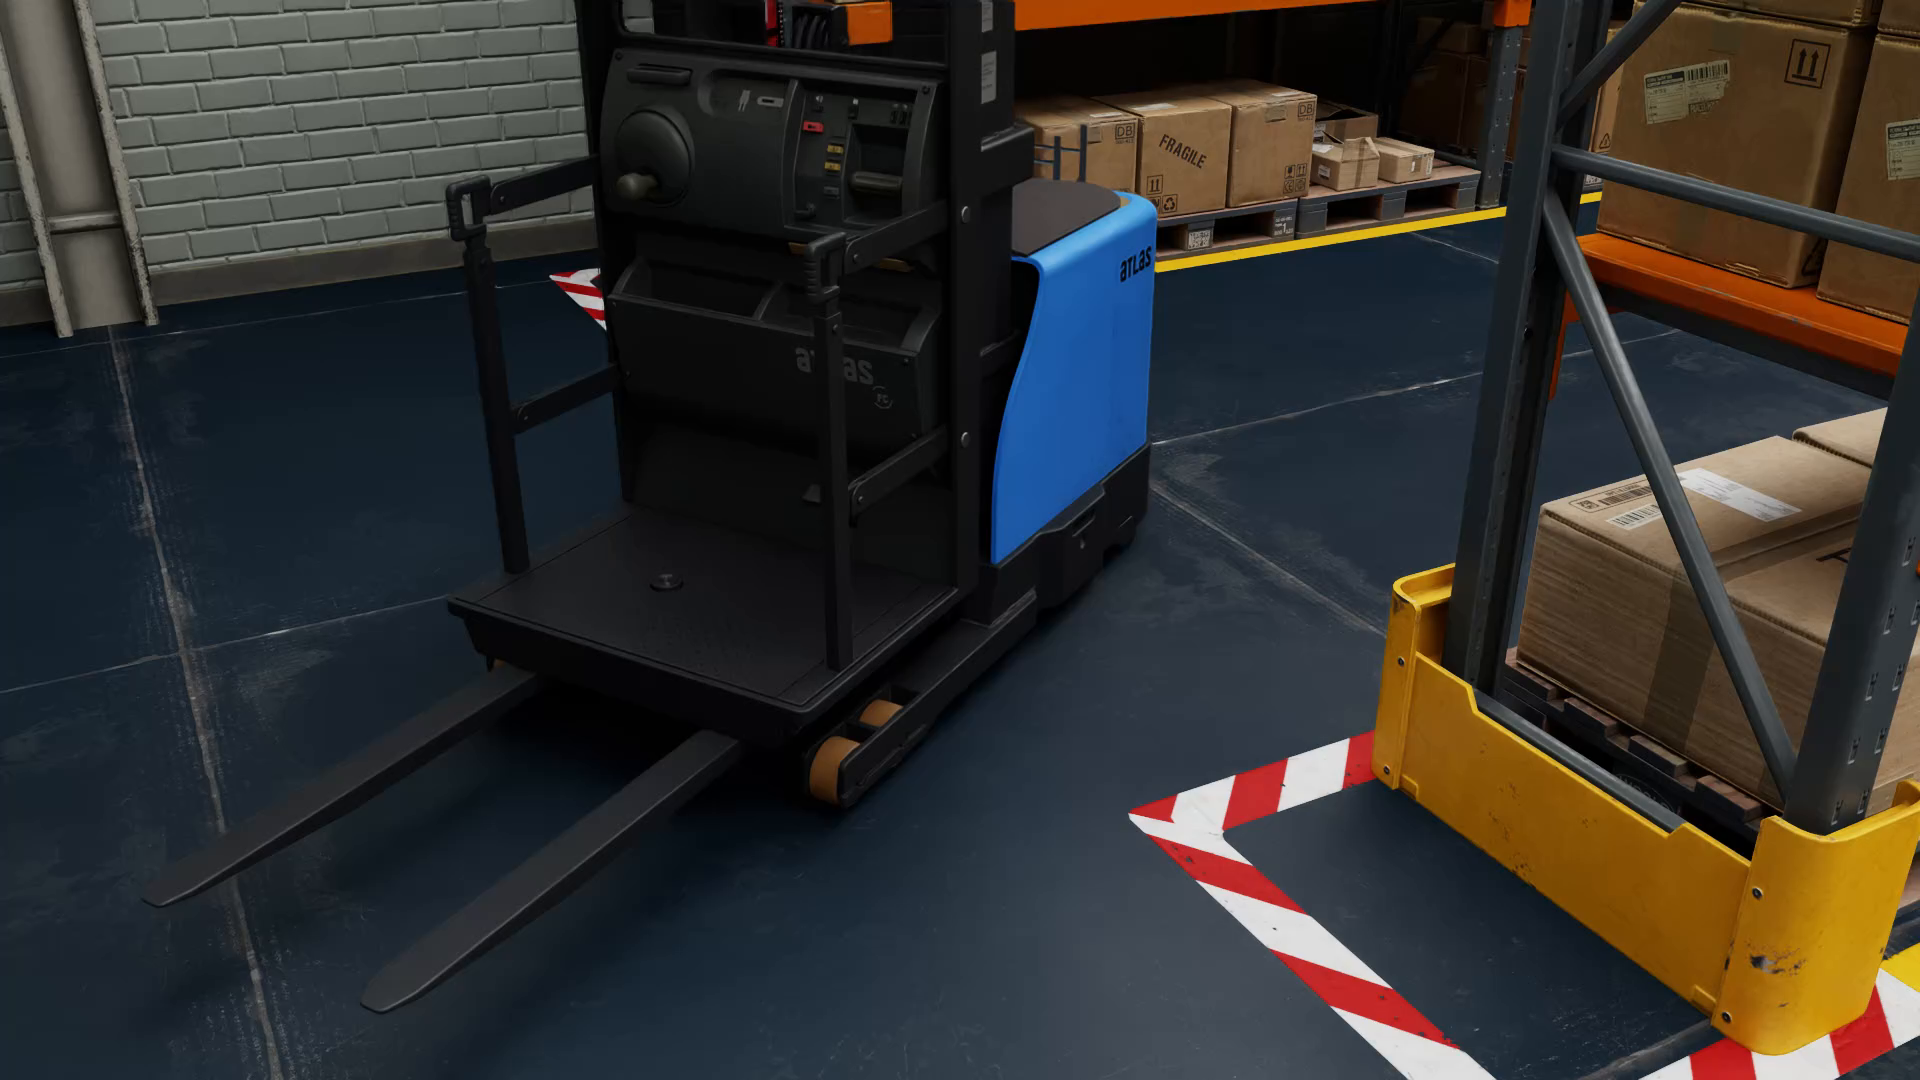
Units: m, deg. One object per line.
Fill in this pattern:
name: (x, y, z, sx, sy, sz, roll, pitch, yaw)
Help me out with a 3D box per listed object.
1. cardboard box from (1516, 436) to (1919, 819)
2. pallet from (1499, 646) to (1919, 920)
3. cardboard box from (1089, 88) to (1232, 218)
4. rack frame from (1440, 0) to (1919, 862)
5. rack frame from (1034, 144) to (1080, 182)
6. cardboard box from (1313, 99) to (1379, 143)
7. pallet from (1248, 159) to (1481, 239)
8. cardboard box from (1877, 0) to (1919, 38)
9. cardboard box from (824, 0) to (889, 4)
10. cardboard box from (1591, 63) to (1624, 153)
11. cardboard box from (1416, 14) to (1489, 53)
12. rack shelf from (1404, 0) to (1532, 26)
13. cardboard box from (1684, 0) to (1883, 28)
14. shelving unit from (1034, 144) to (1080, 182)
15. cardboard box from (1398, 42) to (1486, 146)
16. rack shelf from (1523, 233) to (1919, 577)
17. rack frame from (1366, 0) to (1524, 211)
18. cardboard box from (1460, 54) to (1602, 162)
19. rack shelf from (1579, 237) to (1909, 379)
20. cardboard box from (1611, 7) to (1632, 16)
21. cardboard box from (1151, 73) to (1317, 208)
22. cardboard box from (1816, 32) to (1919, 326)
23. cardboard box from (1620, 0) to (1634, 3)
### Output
cardboard box: (1.967, 0.177, 3.890, 0.875, 0.438, 0.875, -14, 29, -27)
pallet: (2.100, 0.449, 4.072, 1.213, 0.211, 1.003, -13, 29, -25)
cardboard box: (0.963, -1.890, 8.124, 0.500, 0.500, 0.500, -12, 28, -24)
rack frame: (1.432, -0.616, 3.067, 0.127, 3.000, 1.000, -13, 29, -25)
rack frame: (0.289, -0.771, 5.470, 0.228, 1.046, 0.002, 14, 29, 27)
cardboard box: (1.928, -2.258, 9.109, 0.500, 0.311, 0.500, -12, 28, -23)
pallet: (2.016, -1.929, 9.024, 1.213, 0.211, 1.003, -13, 29, -25)
cardboard box: (1.989, -1.101, 2.806, 0.500, 0.500, 0.500, -14, 29, -26)
cardboard box: (-0.488, -2.360, 6.989, 0.250, 0.149, 0.380, -13, 29, -25)
cardboard box: (3.620, -2.513, 9.421, 0.500, 0.500, 0.500, -13, 29, -26)
cardboard box: (2.811, -2.865, 9.406, 0.250, 0.149, 0.380, -14, 29, -27)
rack shelf: (4.387, -3.408, 9.715, 4.000, 0.370, 1.077, -13, 29, -25)
cardboard box: (1.745, -1.301, 3.223, 0.500, 0.500, 0.500, -12, 28, -23)
shelving unit: (0.245, -0.737, 5.399, 0.258, 1.046, 0.183, 14, 29, 27)
cardboard box: (2.916, -2.601, 9.604, 0.500, 0.500, 0.500, -13, 29, -25)
rack shelf: (3.196, -0.699, 4.071, 4.000, 0.370, 1.077, -13, 29, -25)
rack frame: (2.622, -3.325, 8.711, 0.127, 3.000, 1.000, -13, 29, -25)
cardboard box: (3.155, -2.400, 9.187, 0.500, 0.500, 0.500, -12, 28, -23)
rack shelf: (4.405, -1.986, 1.057, 3.910, 4.714, 5.869, -13, 29, -25)
cardboard box: (3.733, -3.072, 9.835, 0.250, 0.149, 0.380, -12, 28, -24)
cardboard box: (1.365, -2.032, 8.420, 0.500, 0.500, 0.700, -14, 29, -27)
cardboard box: (1.990, -0.649, 3.021, 0.500, 0.500, 0.500, -13, 29, -25)
cardboard box: (4.171, -3.185, 10.072, 0.265, 0.149, 0.390, -13, 29, -25)
